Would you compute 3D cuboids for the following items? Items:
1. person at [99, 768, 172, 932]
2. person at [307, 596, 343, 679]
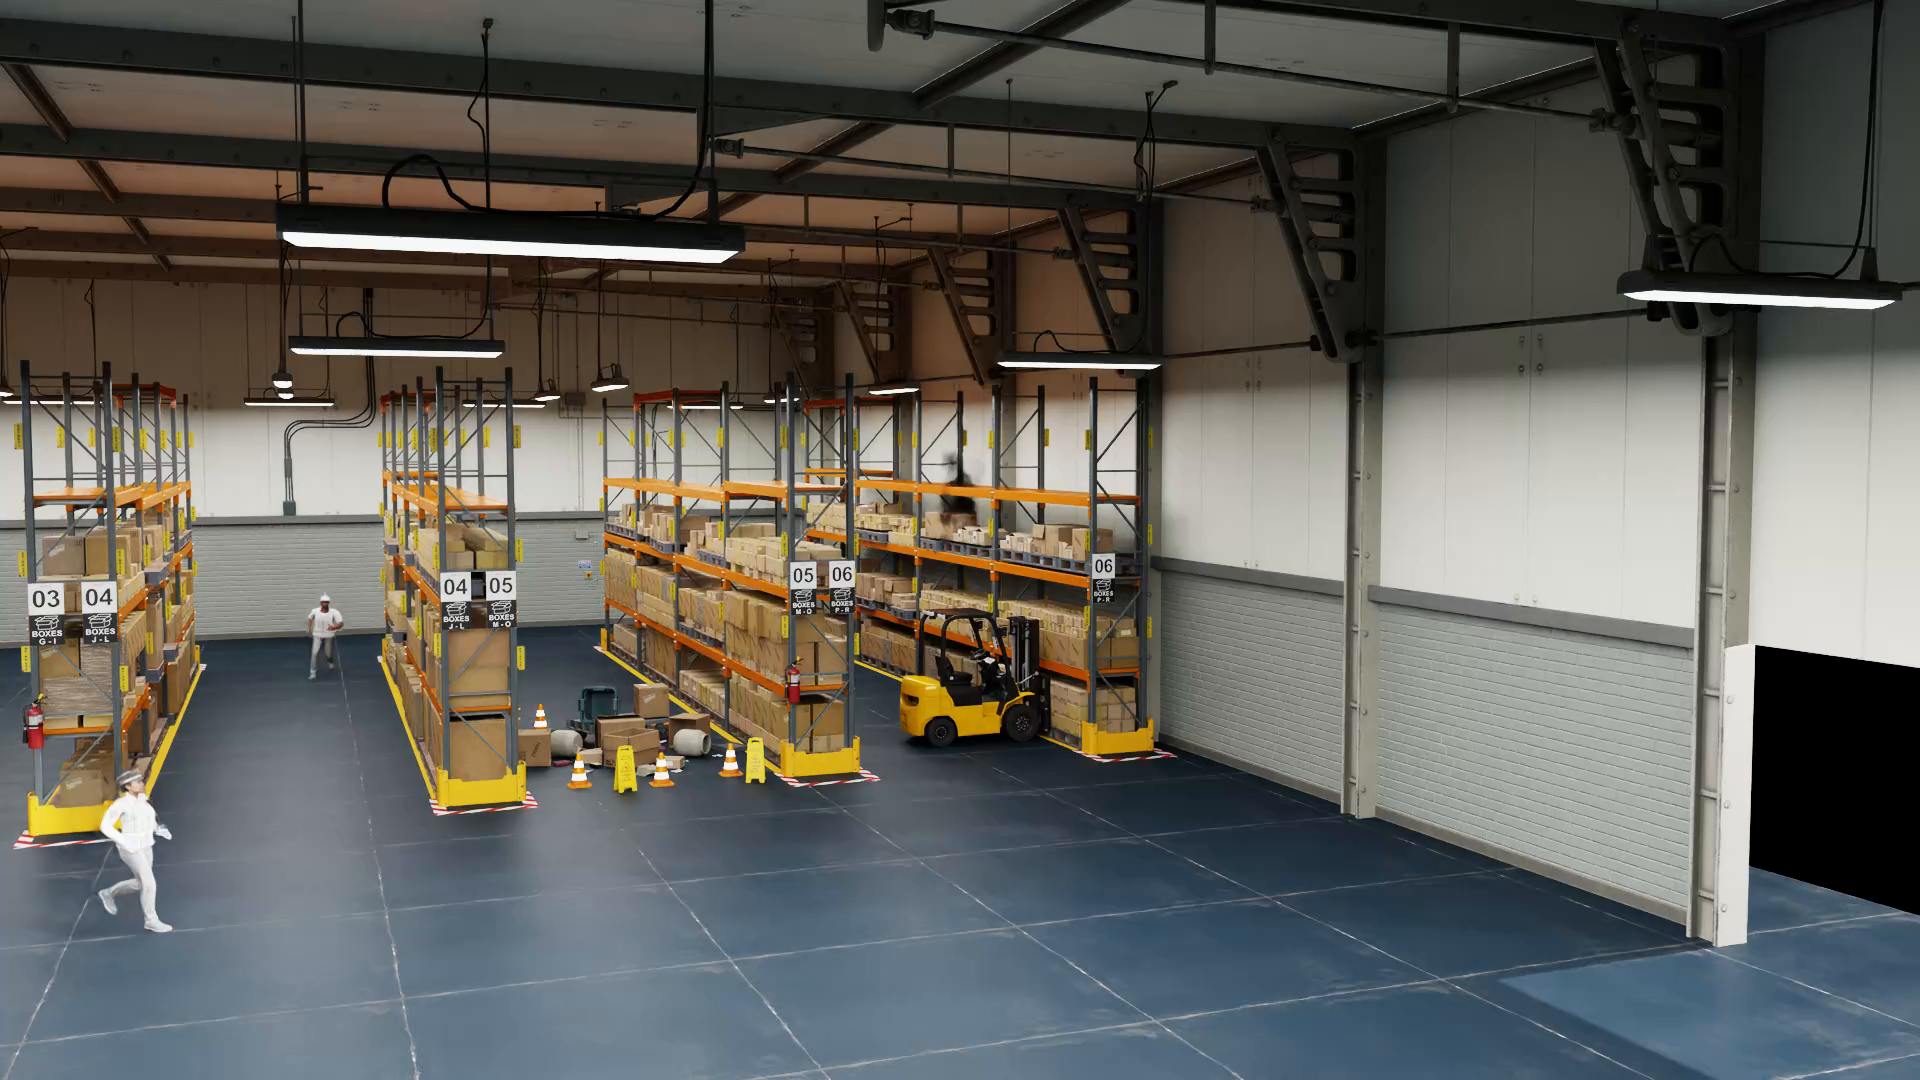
[{"bbox_3d":[-8.452,3.158,16.958,0.799,1.690,0.618,0,3,5],"label":"person"},{"bbox_3d":[-13.466,2.040,35.259,0.735,1.736,0.823,-1,4,-14],"label":"person"}]
